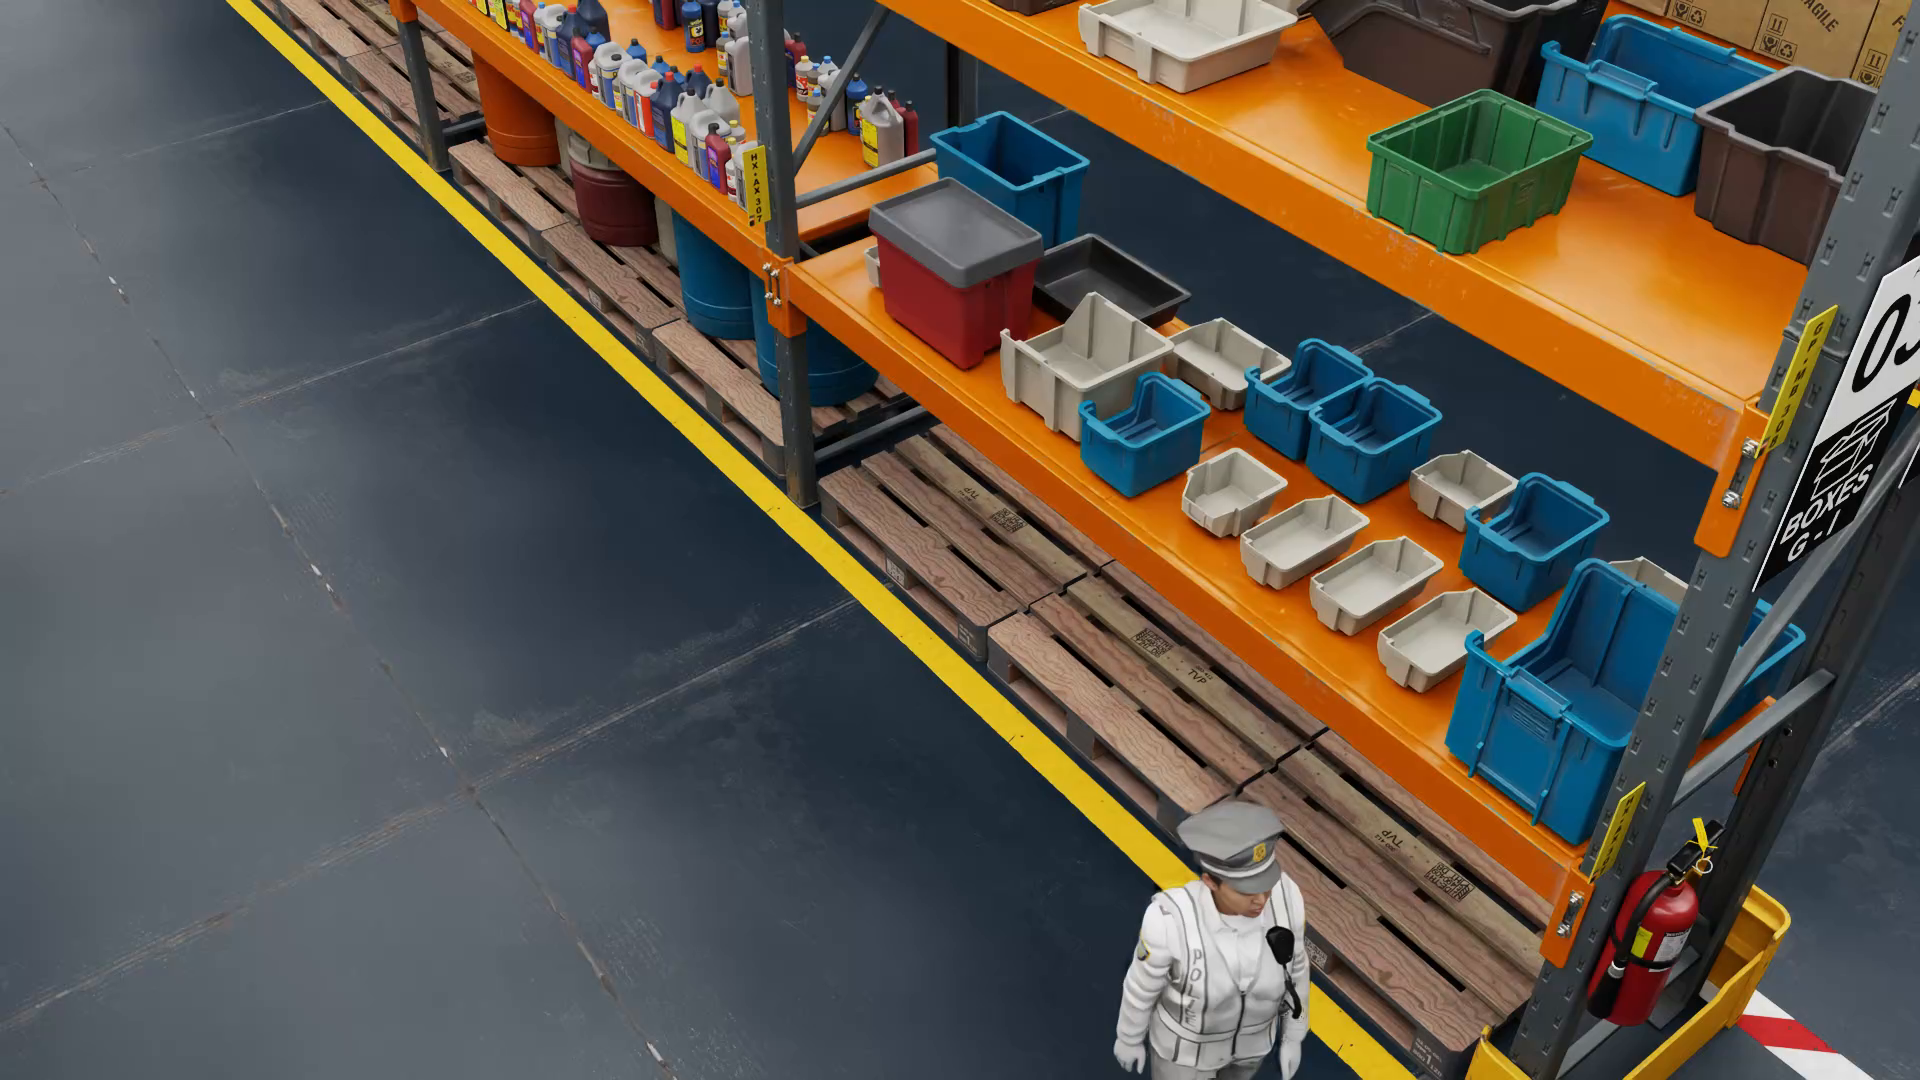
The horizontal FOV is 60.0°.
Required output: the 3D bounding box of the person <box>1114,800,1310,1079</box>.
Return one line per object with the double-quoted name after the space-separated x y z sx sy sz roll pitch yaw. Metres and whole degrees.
0.704 1.377 4.517 0.514 1.728 0.483 -12 42 -13 "person"
